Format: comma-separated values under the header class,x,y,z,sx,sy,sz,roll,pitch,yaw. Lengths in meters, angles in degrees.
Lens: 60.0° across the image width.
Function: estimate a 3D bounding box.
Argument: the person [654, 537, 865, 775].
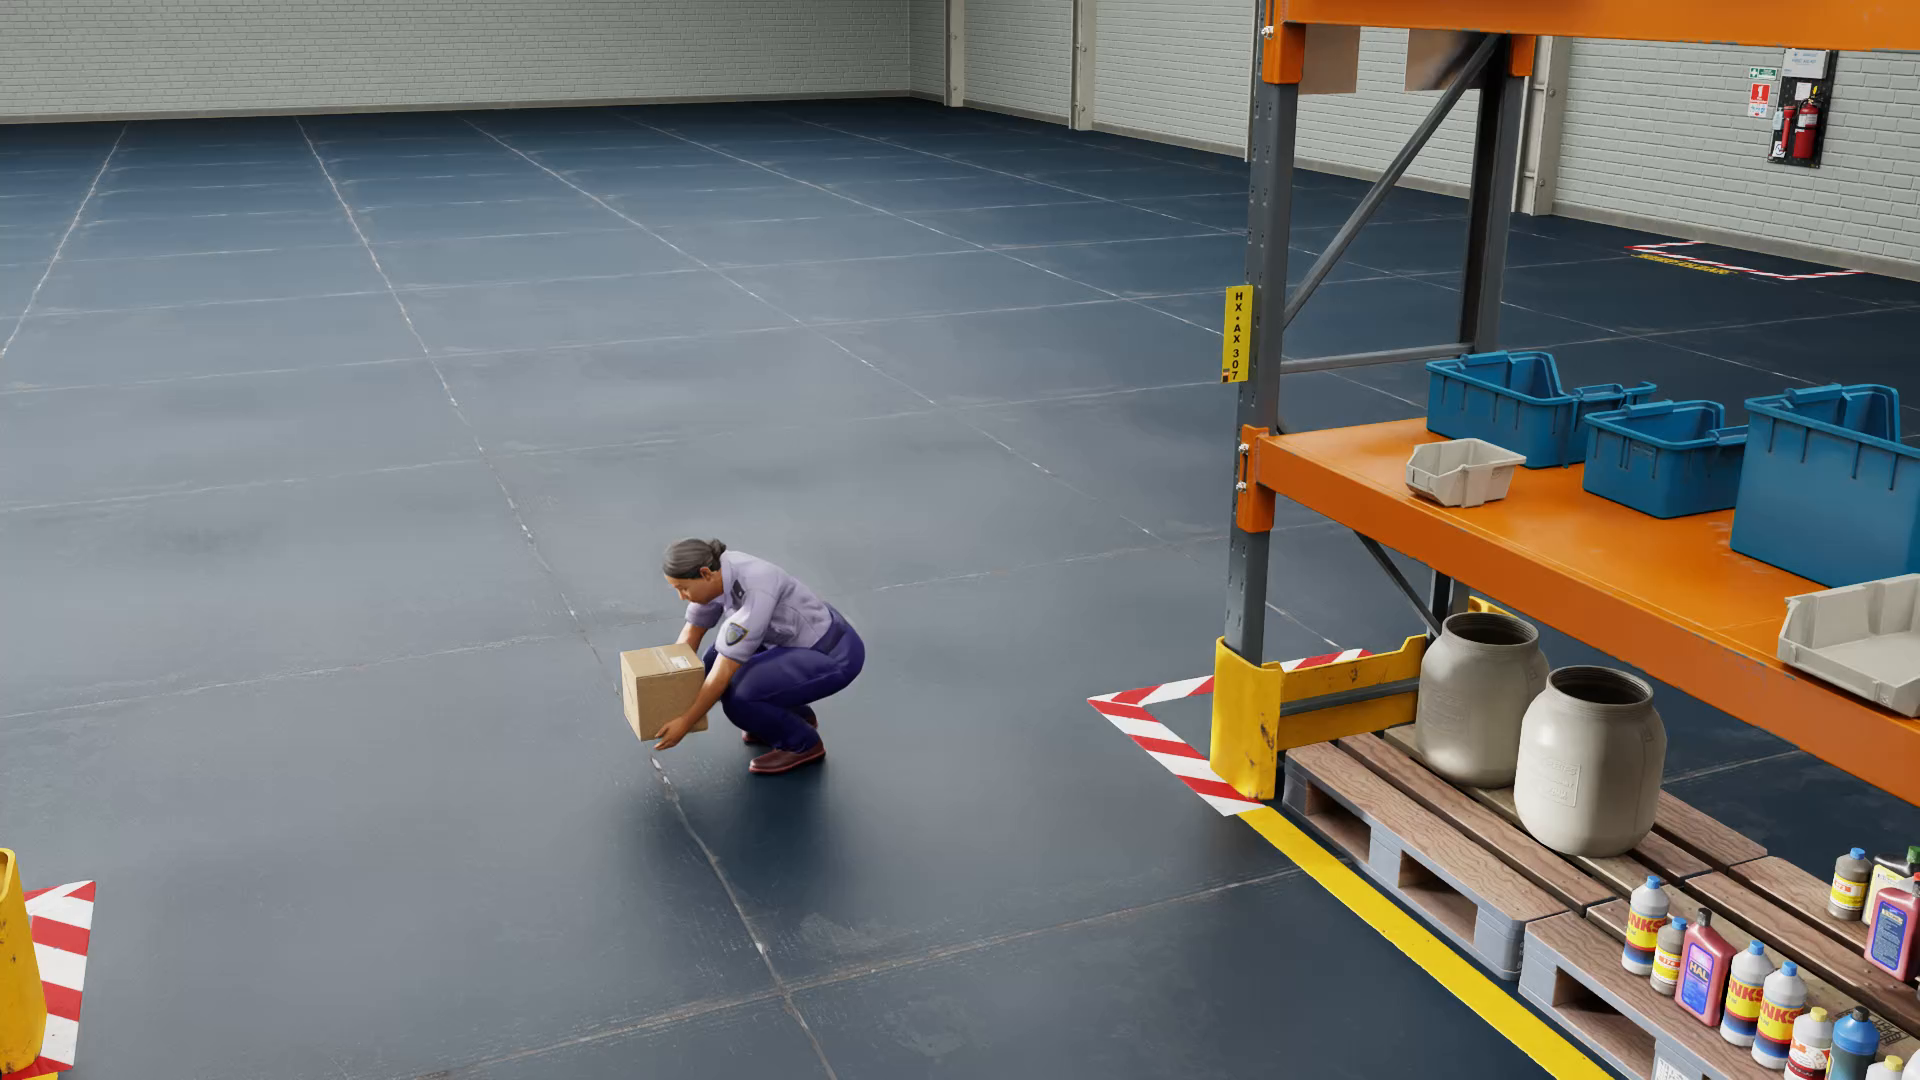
class,x,y,z,sx,sy,sz,roll,pitch,yaw
person,-0.761,0.389,6.110,0.829,0.911,0.528,-8,20,-22
